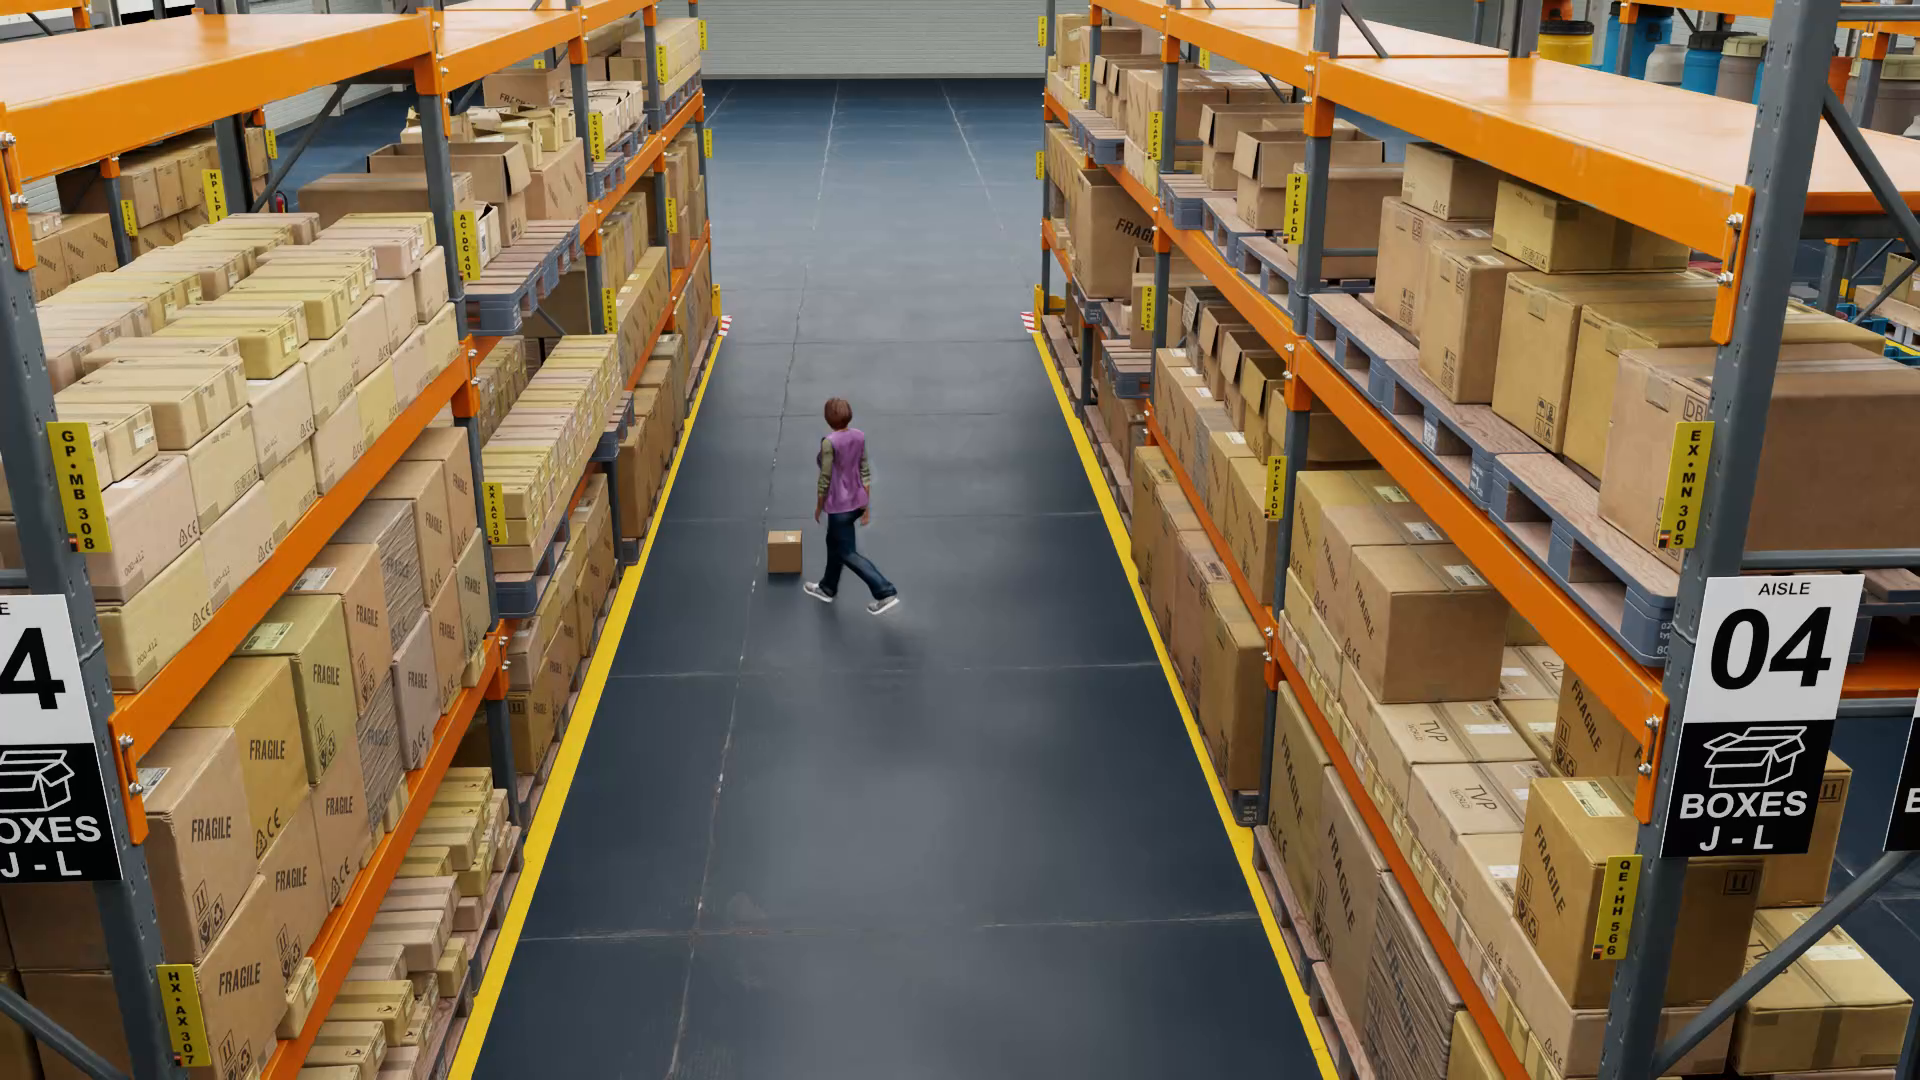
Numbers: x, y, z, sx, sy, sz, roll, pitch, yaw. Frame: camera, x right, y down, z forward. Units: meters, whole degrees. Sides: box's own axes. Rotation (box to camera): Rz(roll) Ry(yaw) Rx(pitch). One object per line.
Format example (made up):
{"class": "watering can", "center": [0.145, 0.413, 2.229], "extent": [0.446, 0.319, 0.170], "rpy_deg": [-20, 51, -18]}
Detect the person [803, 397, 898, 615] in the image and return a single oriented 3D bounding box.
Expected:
{"class": "person", "center": [-0.786, -0.229, 11.692], "extent": [0.928, 1.557, 0.383], "rpy_deg": [14, 25, 32]}
